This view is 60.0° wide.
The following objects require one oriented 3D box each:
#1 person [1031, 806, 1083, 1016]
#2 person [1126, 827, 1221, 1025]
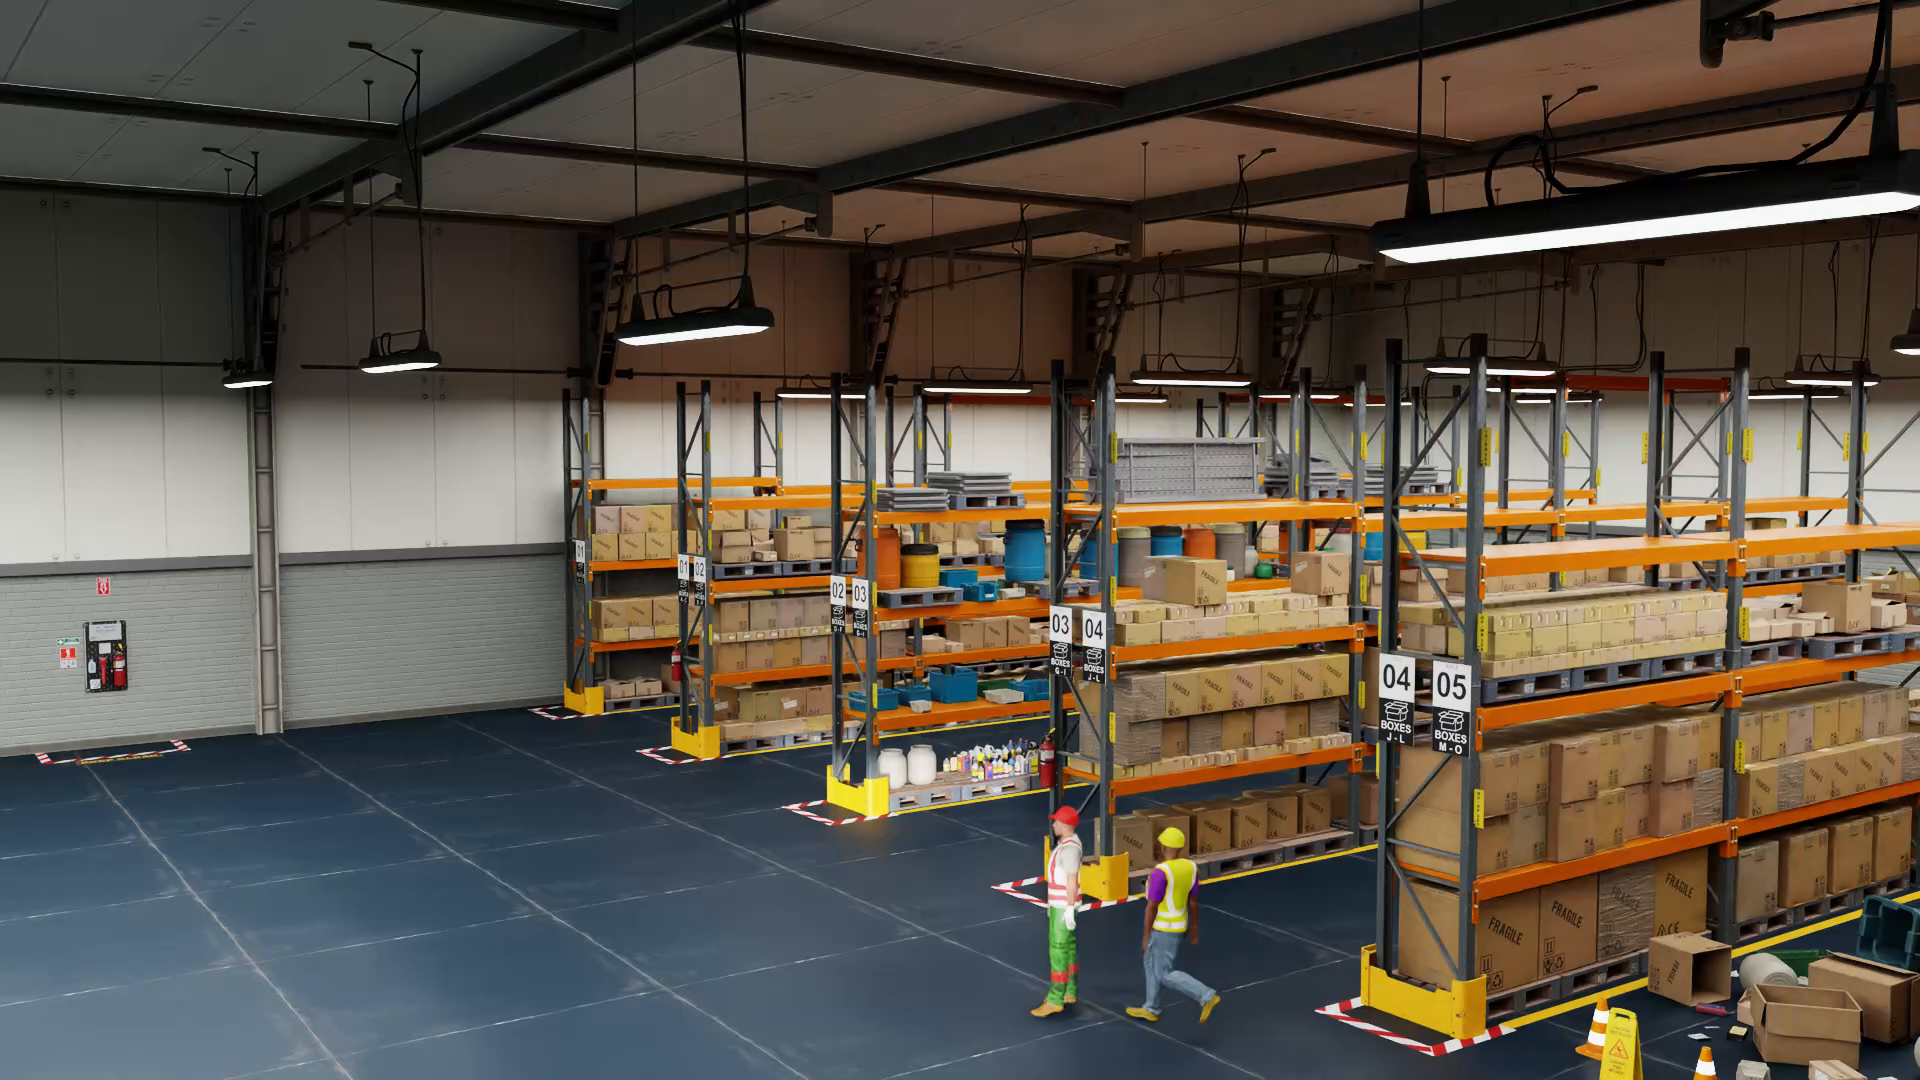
[{"bbox_3d":[0.878,3.305,14.971,0.448,1.802,0.649,0,4,6],"label":"person"},{"bbox_3d":[1.848,3.363,14.444,0.841,1.745,0.525,1,4,11],"label":"person"}]
